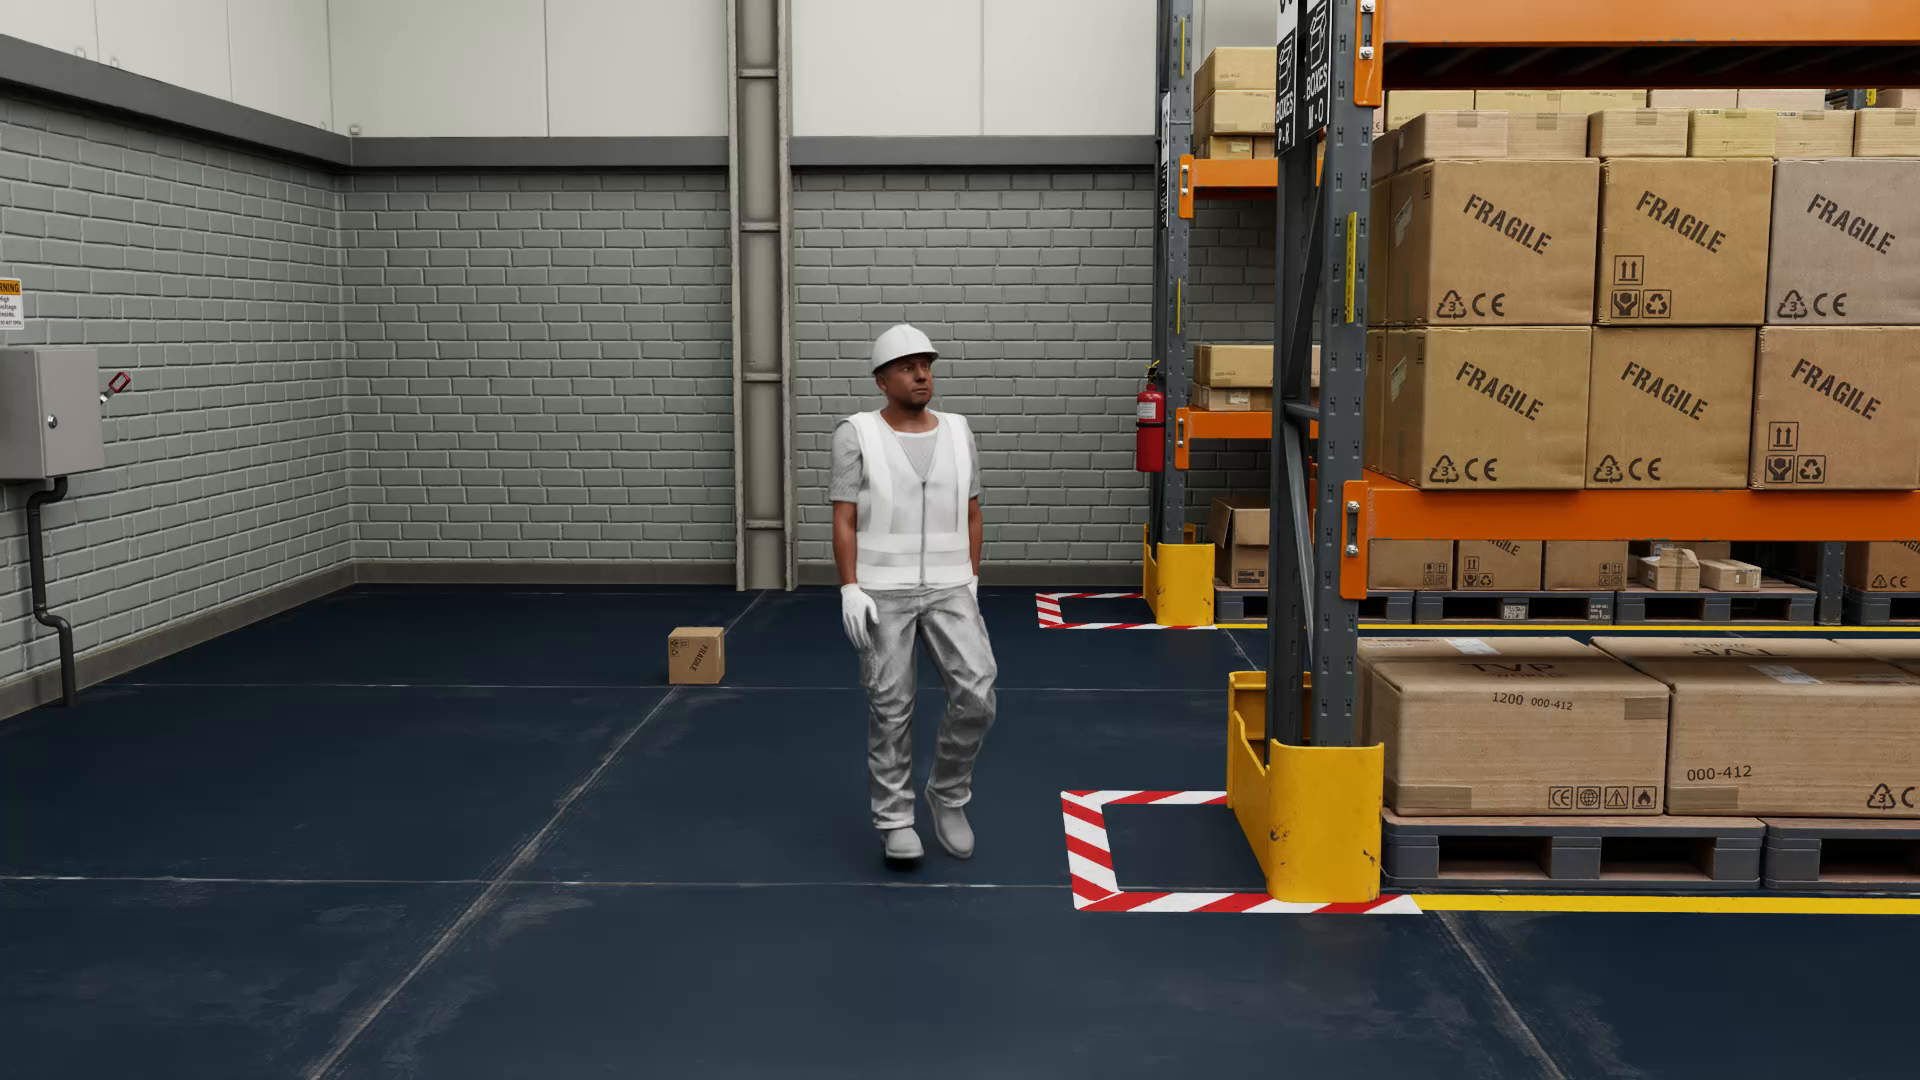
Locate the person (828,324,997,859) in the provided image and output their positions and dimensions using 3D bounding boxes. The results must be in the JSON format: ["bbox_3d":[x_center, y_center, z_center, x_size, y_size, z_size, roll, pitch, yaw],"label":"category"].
[{"bbox_3d":[-0.151,0.191,5.522,0.549,1.801,0.451,-2,7,-17],"label":"person"}]
